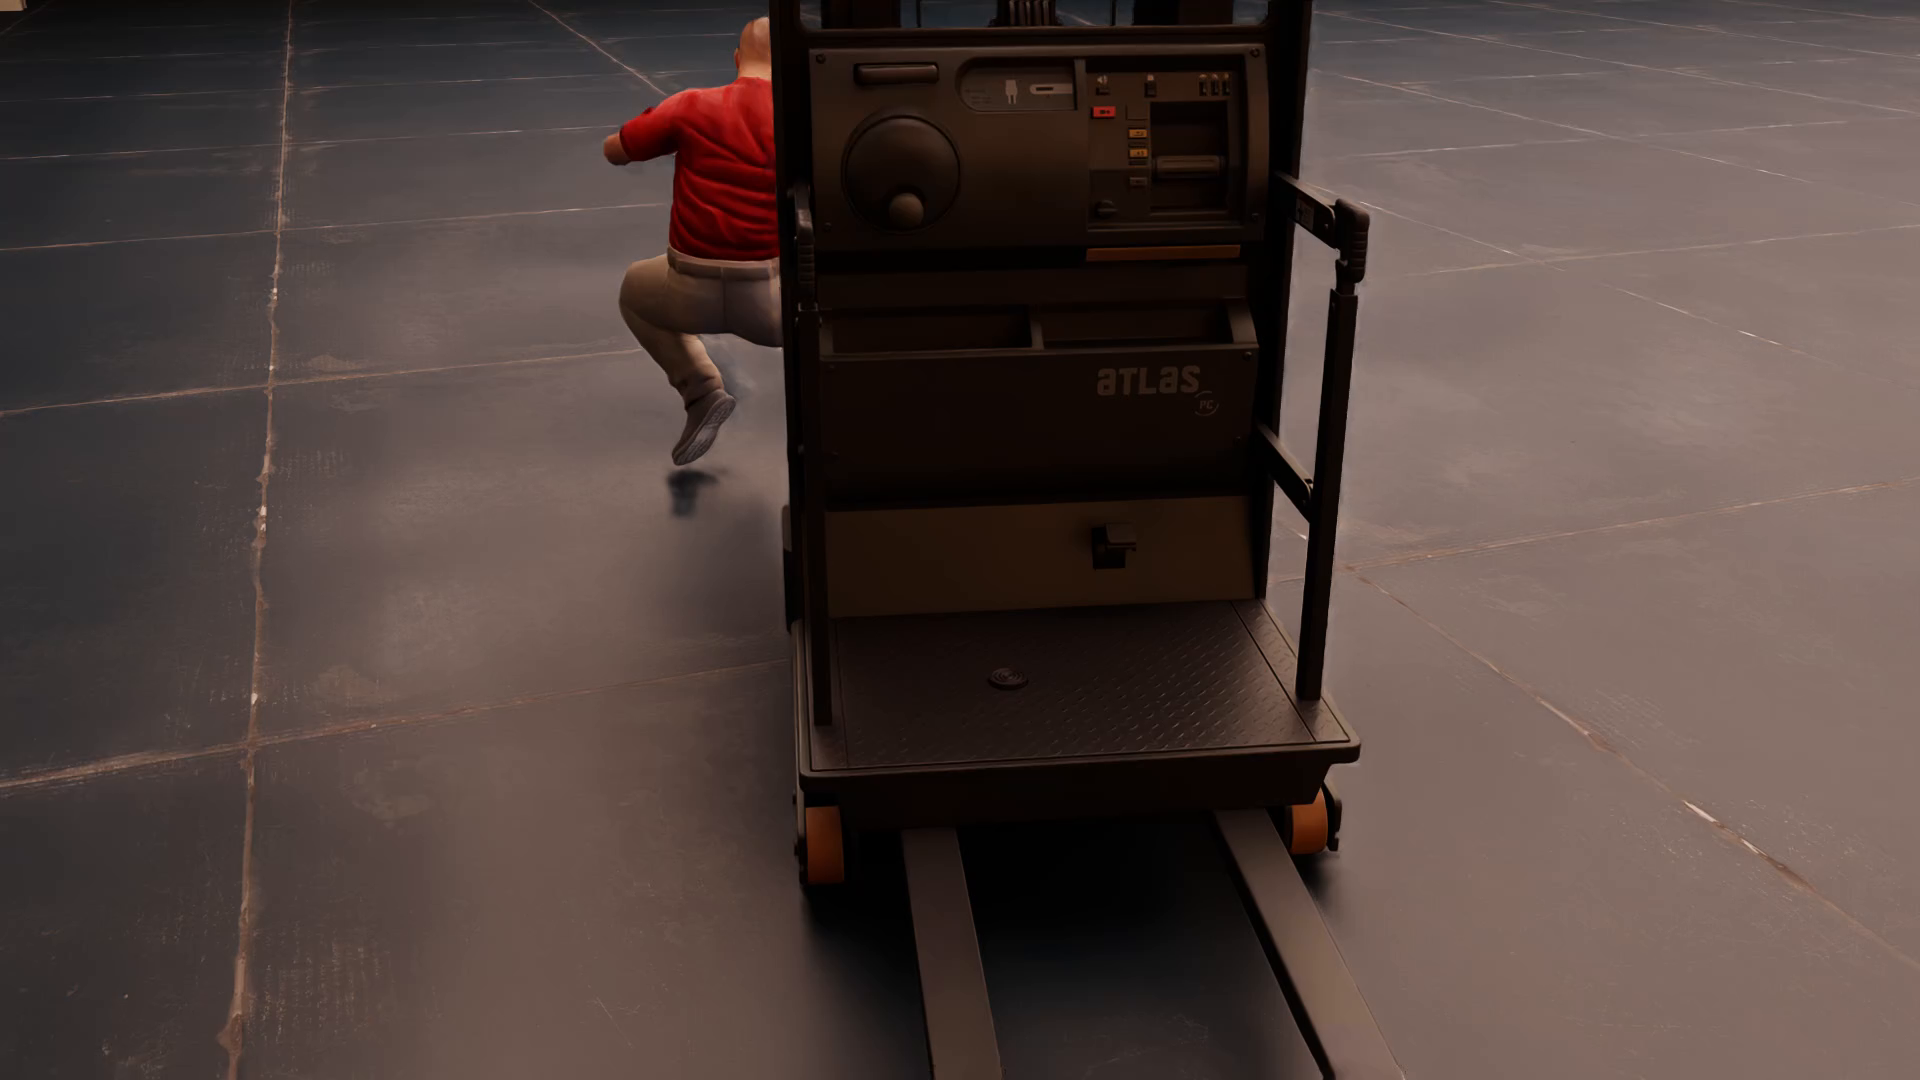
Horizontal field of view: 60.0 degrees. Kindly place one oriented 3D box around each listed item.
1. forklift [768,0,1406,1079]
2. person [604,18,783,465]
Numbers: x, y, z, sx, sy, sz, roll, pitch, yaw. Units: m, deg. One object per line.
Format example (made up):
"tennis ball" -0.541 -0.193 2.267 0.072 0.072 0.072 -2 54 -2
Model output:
"forklift" 0.190 -0.784 3.164 1.130 2.935 3.031 -2 23 -6
"person" -0.674 -0.938 5.396 0.916 1.474 0.785 0 23 0
